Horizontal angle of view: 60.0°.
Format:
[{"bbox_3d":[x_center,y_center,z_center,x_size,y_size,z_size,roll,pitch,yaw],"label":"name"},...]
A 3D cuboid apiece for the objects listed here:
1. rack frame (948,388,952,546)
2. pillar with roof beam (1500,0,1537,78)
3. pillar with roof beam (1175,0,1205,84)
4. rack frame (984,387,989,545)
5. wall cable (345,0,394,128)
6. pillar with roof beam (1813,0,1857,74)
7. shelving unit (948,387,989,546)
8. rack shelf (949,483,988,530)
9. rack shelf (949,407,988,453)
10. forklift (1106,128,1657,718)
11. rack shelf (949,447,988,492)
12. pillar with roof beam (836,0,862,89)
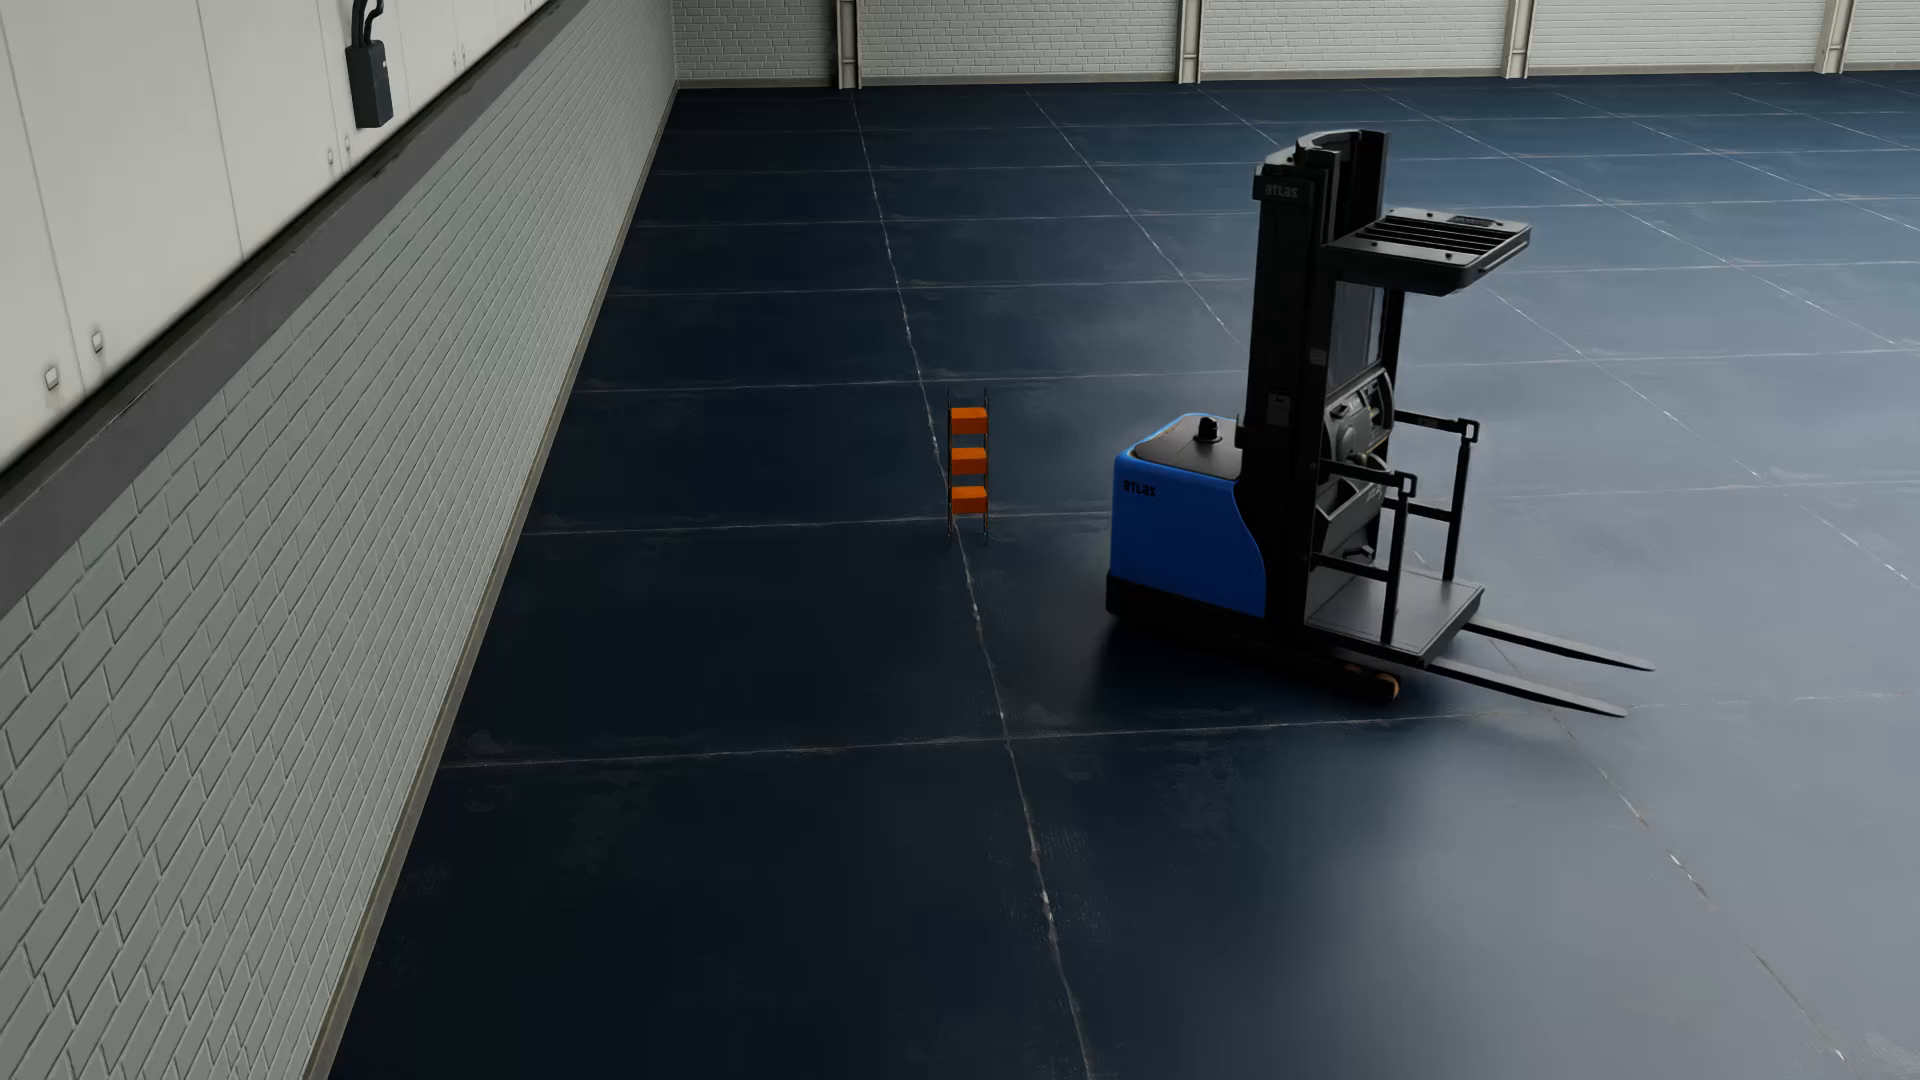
[{"bbox_3d":[-0.068,-0.477,11.031,0.008,1.050,0.200,-2,24,-5],"label":"rack frame"},{"bbox_3d":[10.440,-10.759,24.376,0.400,9.000,9.100,-2,24,-5],"label":"pillar with roof beam"},{"bbox_3d":[4.469,-10.519,23.837,0.400,9.000,9.100,-2,24,-5],"label":"pillar with roof beam"},{"bbox_3d":[0.175,-0.487,11.053,0.008,1.050,0.200,-2,24,-5],"label":"rack frame"},{"bbox_3d":[-2.808,-5.096,7.449,0.169,6.003,2.305,-2,24,-5],"label":"wall cable"},{"bbox_3d":[16.411,-10.998,24.915,0.400,9.000,9.100,-2,24,-5],"label":"pillar with roof beam"},{"bbox_3d":[0.053,-0.482,11.042,0.252,1.050,0.215,-2,24,-5],"label":"shelving unit"},{"bbox_3d":[0.053,-0.218,11.159,0.240,0.259,0.215,-2,24,-5],"label":"rack shelf"},{"bbox_3d":[0.053,-0.732,10.931,0.240,0.259,0.215,-2,24,-5],"label":"rack shelf"},{"bbox_3d":[2.392,-0.676,9.161,3.031,2.935,1.130,16,28,31],"label":"forklift"},{"bbox_3d":[0.053,-0.472,11.046,0.240,0.259,0.215,-2,24,-5],"label":"rack shelf"},{"bbox_3d":[-1.502,-10.280,23.298,0.400,9.000,9.100,-2,24,-5],"label":"pillar with roof beam"}]
